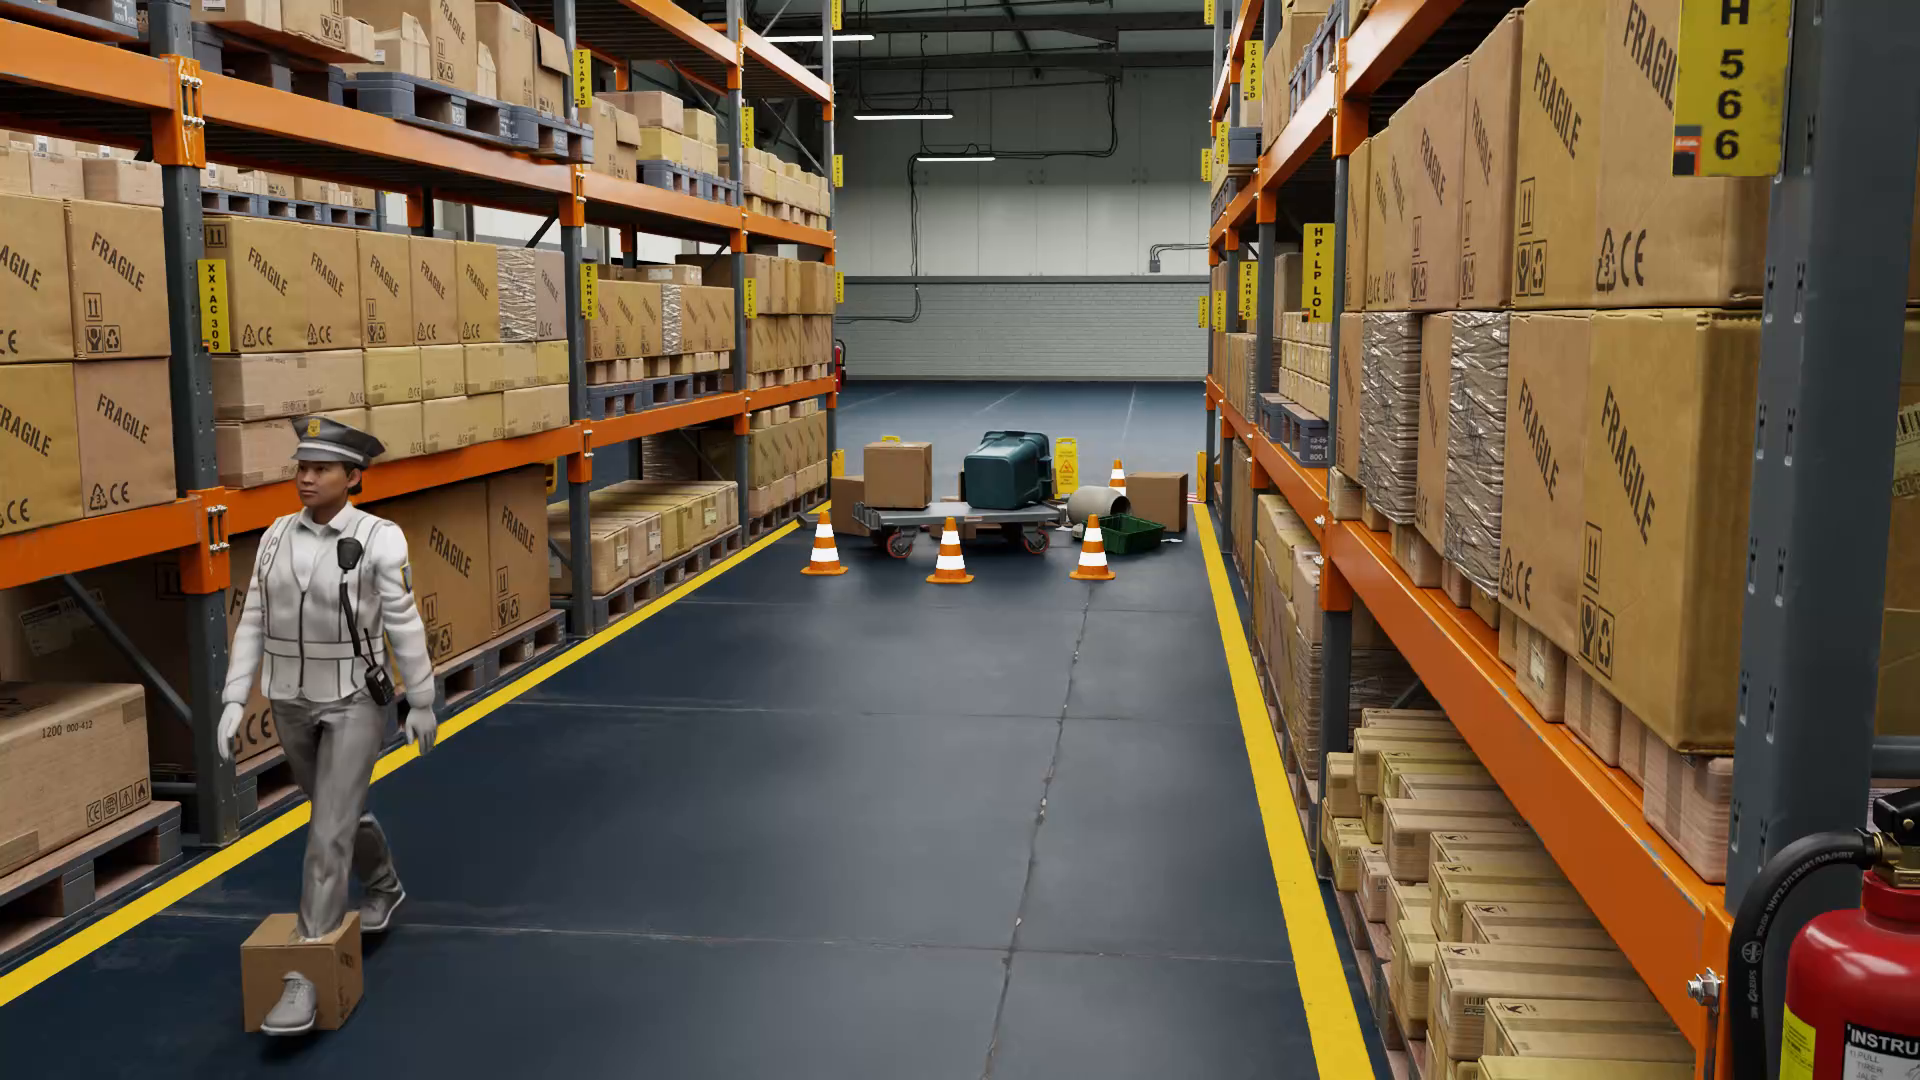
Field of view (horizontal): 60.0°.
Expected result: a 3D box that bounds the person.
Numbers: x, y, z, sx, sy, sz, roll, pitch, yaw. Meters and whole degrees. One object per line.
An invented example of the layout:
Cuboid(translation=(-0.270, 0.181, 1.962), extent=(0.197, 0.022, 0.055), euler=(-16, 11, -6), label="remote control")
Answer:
Cuboid(translation=(-1.839, 0.459, 4.754), extent=(0.523, 1.628, 1.003), euler=(2, 8, 11), label="person")
